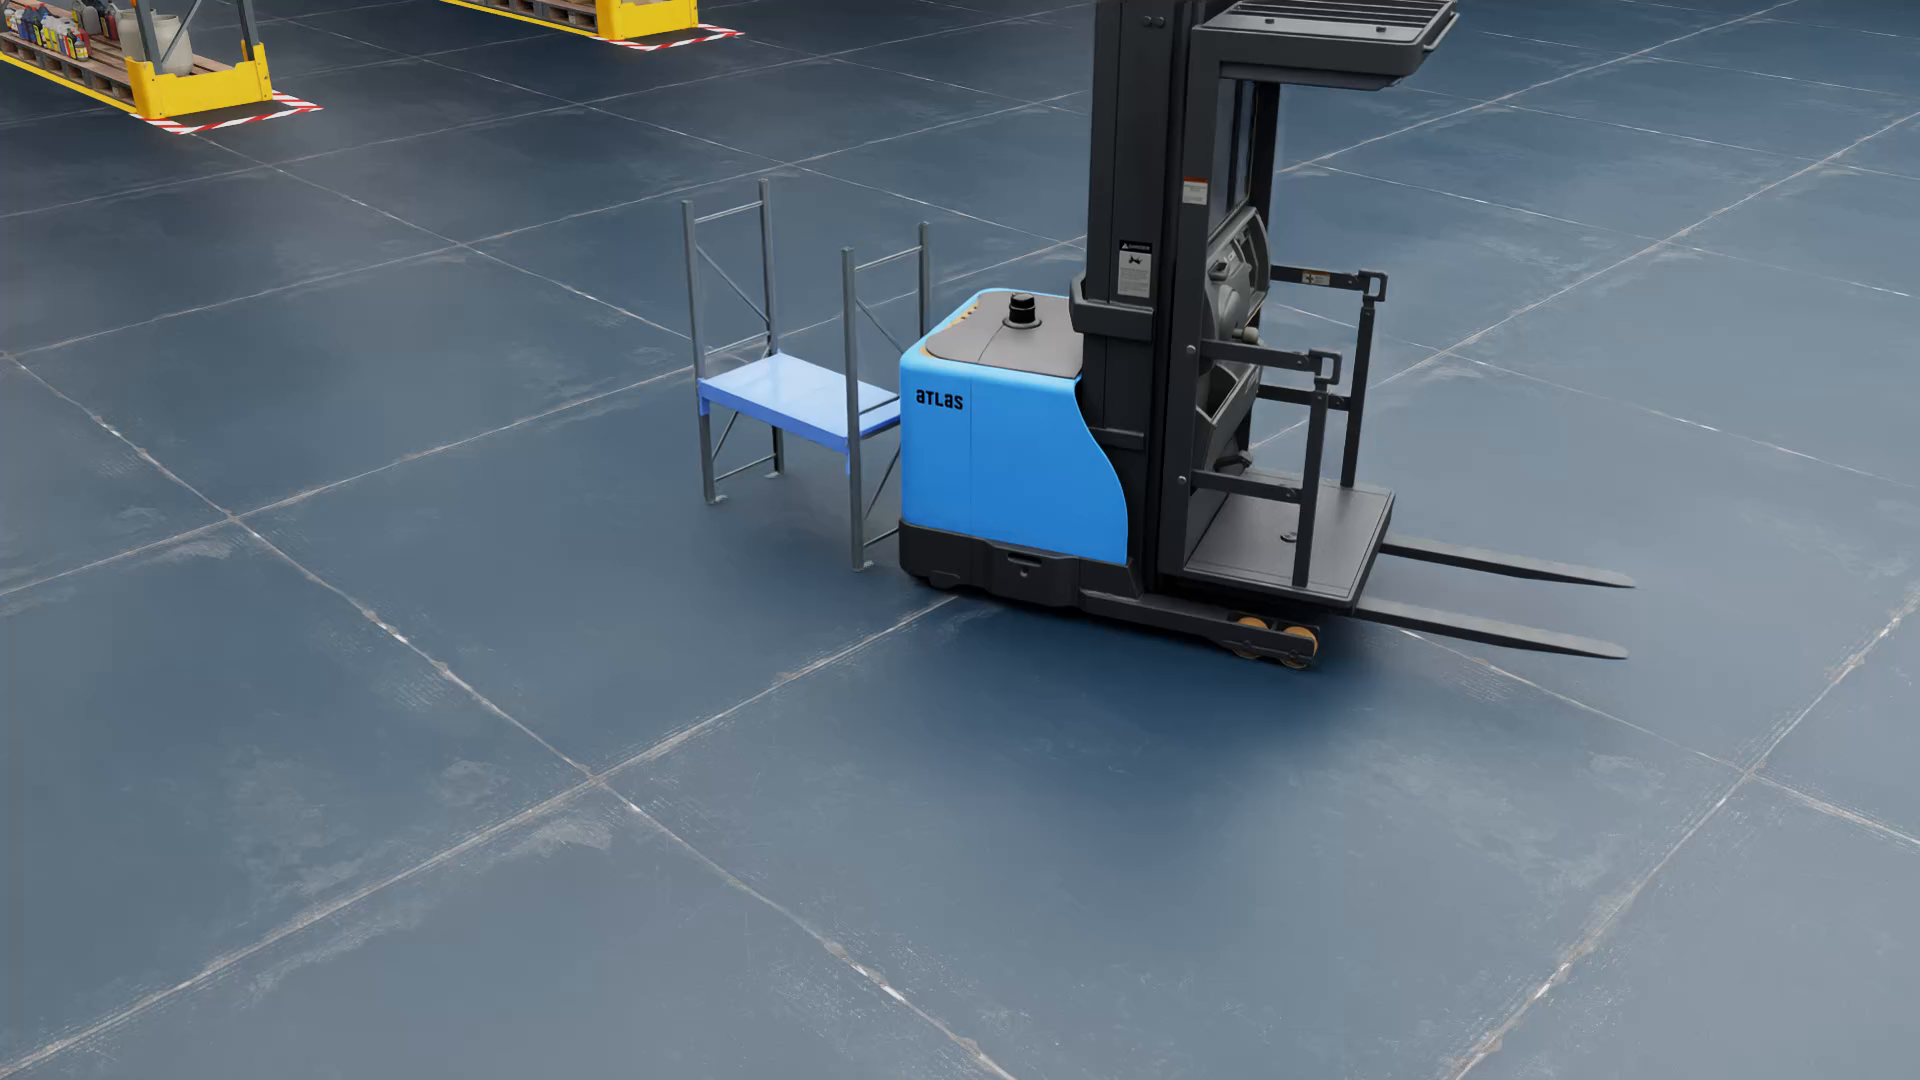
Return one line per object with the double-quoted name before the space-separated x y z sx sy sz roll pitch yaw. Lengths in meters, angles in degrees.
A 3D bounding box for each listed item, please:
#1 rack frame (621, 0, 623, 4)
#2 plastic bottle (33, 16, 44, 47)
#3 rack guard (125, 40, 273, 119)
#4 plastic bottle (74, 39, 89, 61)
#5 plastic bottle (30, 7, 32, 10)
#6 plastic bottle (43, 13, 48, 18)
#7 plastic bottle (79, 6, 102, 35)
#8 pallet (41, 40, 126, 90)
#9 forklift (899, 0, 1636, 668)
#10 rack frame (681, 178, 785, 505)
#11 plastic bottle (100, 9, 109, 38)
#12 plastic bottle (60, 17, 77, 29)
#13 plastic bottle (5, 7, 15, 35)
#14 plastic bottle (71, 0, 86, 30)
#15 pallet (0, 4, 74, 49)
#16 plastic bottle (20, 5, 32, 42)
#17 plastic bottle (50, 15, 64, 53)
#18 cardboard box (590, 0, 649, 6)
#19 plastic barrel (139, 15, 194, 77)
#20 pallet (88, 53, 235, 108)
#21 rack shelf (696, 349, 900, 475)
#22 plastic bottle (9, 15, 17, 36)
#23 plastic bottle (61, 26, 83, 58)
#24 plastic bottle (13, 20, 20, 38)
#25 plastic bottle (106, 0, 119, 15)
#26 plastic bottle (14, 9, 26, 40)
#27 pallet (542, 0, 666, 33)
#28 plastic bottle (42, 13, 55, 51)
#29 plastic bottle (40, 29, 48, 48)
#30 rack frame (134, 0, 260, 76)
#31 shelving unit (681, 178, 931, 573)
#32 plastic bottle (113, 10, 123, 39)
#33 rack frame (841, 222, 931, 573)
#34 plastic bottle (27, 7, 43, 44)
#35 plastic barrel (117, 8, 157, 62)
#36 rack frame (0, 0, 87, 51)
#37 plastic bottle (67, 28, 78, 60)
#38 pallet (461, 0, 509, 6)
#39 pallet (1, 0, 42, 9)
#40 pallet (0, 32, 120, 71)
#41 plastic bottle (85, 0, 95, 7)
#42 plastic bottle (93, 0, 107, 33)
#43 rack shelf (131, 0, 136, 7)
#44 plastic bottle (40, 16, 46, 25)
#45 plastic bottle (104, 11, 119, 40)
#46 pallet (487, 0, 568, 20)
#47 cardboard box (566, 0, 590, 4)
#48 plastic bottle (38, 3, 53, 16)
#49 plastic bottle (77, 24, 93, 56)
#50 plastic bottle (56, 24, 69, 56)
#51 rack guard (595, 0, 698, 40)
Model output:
"rack frame" -3.409 -6.975 17.793 0.127 3.000 1.000 25 36 38
"plastic bottle" -9.226 -5.099 16.670 0.061 0.283 0.133 -23 36 -37
"rack guard" -6.968 -4.235 15.266 0.348 0.500 1.175 25 36 38
"plastic bottle" -8.498 -4.742 16.079 0.097 0.201 0.097 0 28 0
"plastic bottle" -9.490 -5.319 17.089 0.133 0.283 0.061 25 36 38
"plastic bottle" -9.261 -5.216 16.905 0.097 0.271 0.097 0 28 0
"plastic bottle" -9.021 -5.392 17.235 0.135 0.276 0.152 25 36 38
"pallet" -8.410 -4.772 16.598 1.213 0.211 1.003 25 36 38
"forklift" 1.298 -1.057 6.611 3.031 2.935 1.130 11 30 20
"rack frame" -1.063 -0.924 7.896 0.032 1.500 0.500 23 35 36
"plastic bottle" -8.759 -5.304 17.061 0.133 0.283 0.061 25 36 38
"plastic bottle" -8.925 -5.082 16.646 0.135 0.276 0.152 25 36 38
"plastic bottle" -9.814 -5.375 17.207 0.097 0.271 0.097 0 28 0
"plastic bottle" -9.173 -5.497 17.354 0.185 0.351 0.144 25 36 38
"pallet" -10.321 -5.646 18.261 1.213 0.211 1.003 25 36 38
"plastic bottle" -9.449 -5.258 16.900 0.144 0.351 0.185 -24 36 -38
"plastic bottle" -8.879 -4.997 16.404 0.144 0.351 0.185 -24 36 -37
"cardboard box" -3.842 -6.264 18.675 0.500 0.500 0.500 -18 33 -30
"plastic barrel" -7.404 -4.606 15.508 0.421 0.512 0.421 0 28 0
"pallet" -7.544 -4.374 15.841 1.213 0.211 1.003 25 36 38
"rack shelf" -0.685 -0.607 7.679 1.000 0.185 0.538 23 35 36
"plastic bottle" -9.741 -5.310 17.160 0.097 0.201 0.097 0 28 0
"plastic bottle" -8.659 -4.866 16.235 0.135 0.276 0.152 25 37 39
"plastic bottle" -9.669 -5.277 17.097 0.097 0.201 0.097 0 28 0
"plastic bottle" -8.705 -5.377 17.126 0.185 0.351 0.144 24 36 38
"plastic bottle" -9.564 -5.280 17.023 0.152 0.276 0.135 -24 36 -37
"pallet" -4.018 -6.043 19.015 1.213 0.211 1.003 25 36 38
"plastic bottle" -9.011 -5.058 16.519 0.185 0.351 0.144 24 36 38
"plastic bottle" -9.129 -5.030 16.627 0.097 0.201 0.097 0 28 0
"rack frame" -6.881 -5.332 14.667 0.127 3.000 1.000 25 36 38
"shelving unit" -0.685 -0.766 7.596 1.048 1.500 0.538 23 35 36
"plastic bottle" -8.592 -5.289 17.040 0.152 0.276 0.135 -25 36 -38
"rack frame" -0.307 -0.608 7.295 0.032 1.500 0.500 23 35 36
"plastic bottle" -9.314 -5.197 16.783 0.185 0.351 0.144 23 35 36
"plastic barrel" -7.762 -4.769 15.819 0.421 0.512 0.421 0 28 0
"rack frame" -9.734 -6.637 17.149 0.127 3.000 1.000 25 36 38
"plastic bottle" -8.594 -4.810 16.121 0.061 0.283 0.133 -24 36 -38
"pallet" -5.757 -6.839 20.530 1.213 0.211 1.003 25 36 38
"pallet" -11.195 -6.044 19.018 1.213 0.211 1.003 25 36 38
"pallet" -9.284 -5.170 17.355 1.213 0.211 1.003 25 36 38
"plastic bottle" -9.072 -5.545 17.445 0.185 0.351 0.144 23 36 37
"plastic bottle" -8.935 -5.482 17.326 0.185 0.351 0.144 22 35 36
"rack shelf" -8.307 -5.666 16.075 4.000 0.370 1.077 25 36 38
"plastic bottle" -9.183 -5.126 16.734 0.097 0.271 0.097 0 28 0
"plastic bottle" -8.666 -5.257 16.971 0.133 0.283 0.061 25 36 38
"pallet" -4.883 -6.441 19.772 1.213 0.211 1.003 25 36 38
"cardboard box" -4.293 -6.448 19.024 0.500 0.500 0.500 -15 31 -27
"plastic bottle" -9.348 -5.306 16.991 0.185 0.351 0.144 25 36 38
"plastic bottle" -8.585 -4.905 16.301 0.133 0.283 0.061 25 36 38
"plastic bottle" -8.758 -4.911 16.321 0.135 0.276 0.152 23 36 37
"rack guard" -3.463 -5.894 18.422 0.348 0.500 1.175 25 36 38
